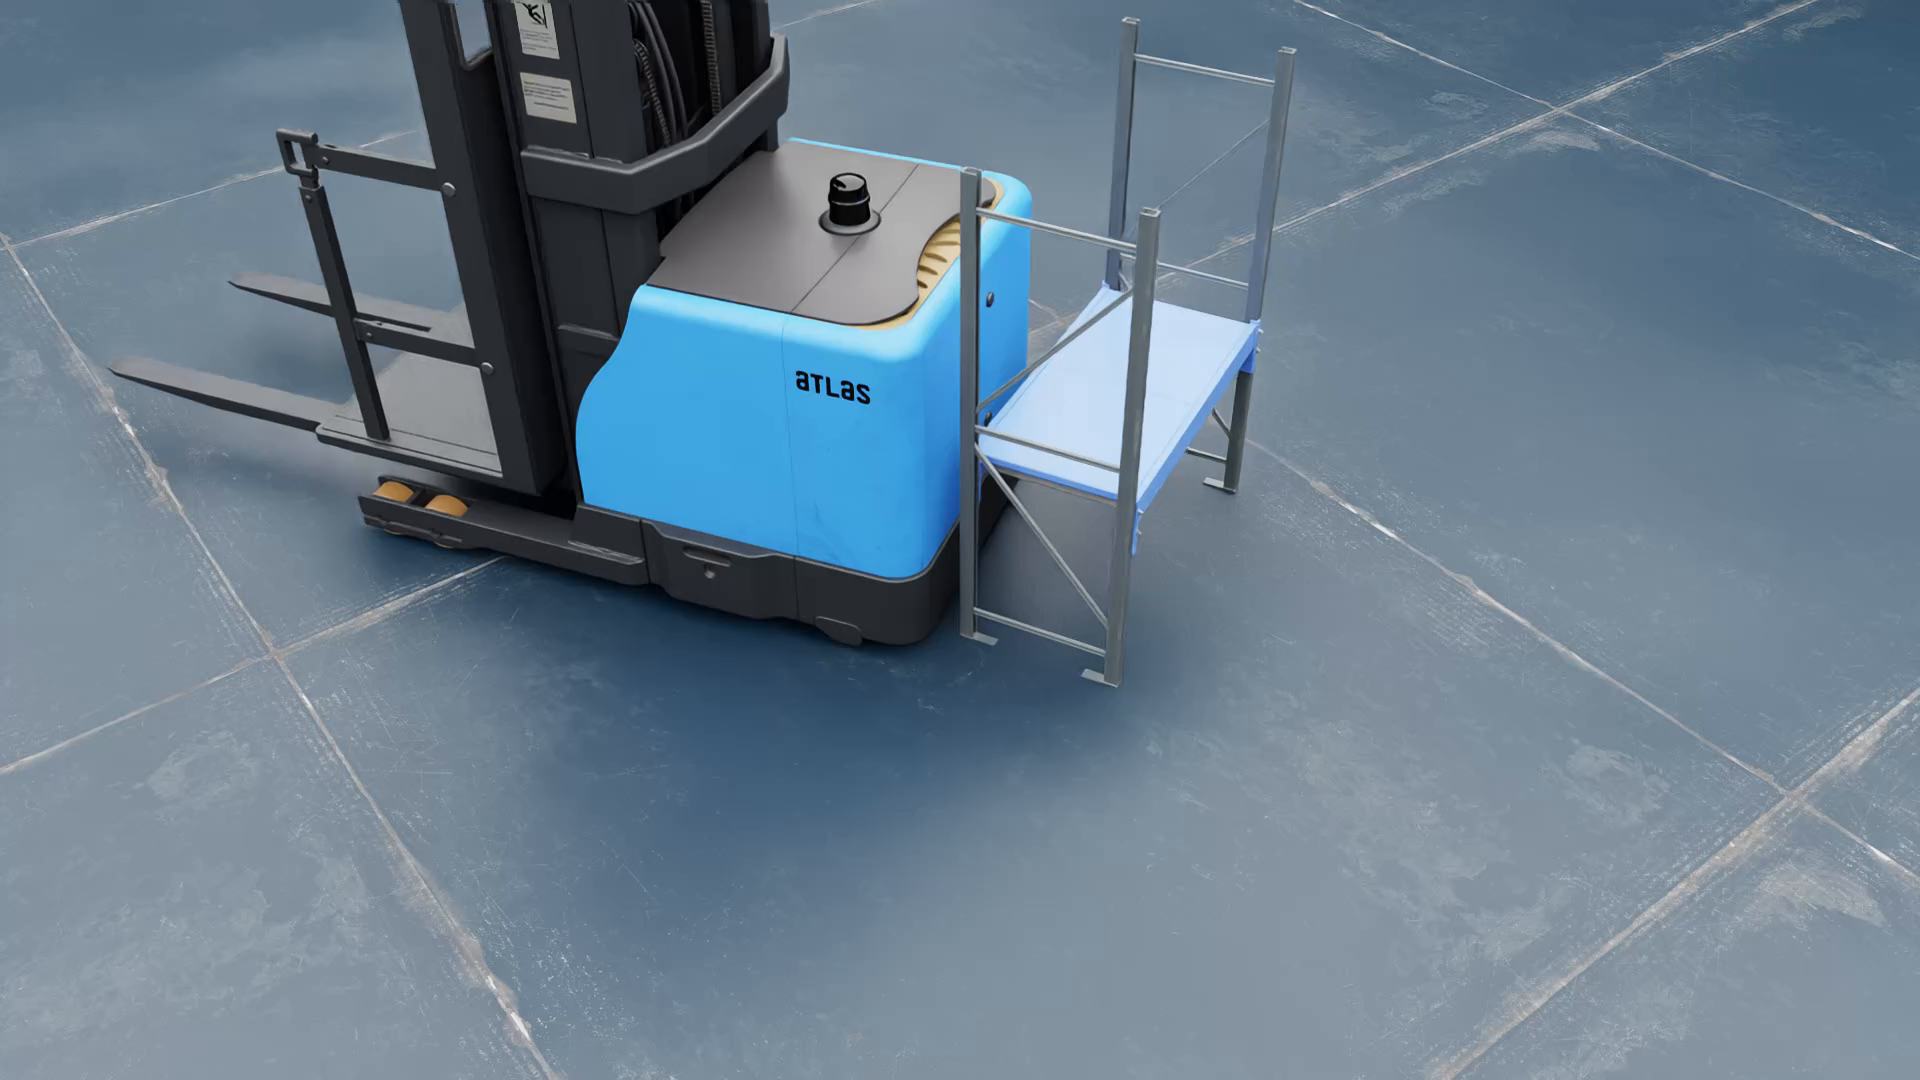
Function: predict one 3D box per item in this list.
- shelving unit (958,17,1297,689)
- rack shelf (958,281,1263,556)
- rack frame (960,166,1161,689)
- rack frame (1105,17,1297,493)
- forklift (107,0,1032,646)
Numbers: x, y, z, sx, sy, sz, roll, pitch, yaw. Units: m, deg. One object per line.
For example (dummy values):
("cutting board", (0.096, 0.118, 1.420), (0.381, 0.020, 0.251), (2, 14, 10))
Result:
("shelving unit", (0.457, -0.523, 4.705), (0.538, 1.500, 1.048), (18, 42, 20))
("rack shelf", (0.457, -0.384, 4.819), (0.538, 0.185, 1.000), (18, 42, 20))
("rack frame", (0.230, -0.235, 4.354), (0.500, 1.500, 0.032), (18, 42, 20))
("rack frame", (0.683, -0.812, 5.057), (0.500, 1.500, 0.032), (18, 42, 20))
("forklift", (-1.348, -1.405, 4.652), (3.031, 2.935, 1.130), (13, 41, 16))
